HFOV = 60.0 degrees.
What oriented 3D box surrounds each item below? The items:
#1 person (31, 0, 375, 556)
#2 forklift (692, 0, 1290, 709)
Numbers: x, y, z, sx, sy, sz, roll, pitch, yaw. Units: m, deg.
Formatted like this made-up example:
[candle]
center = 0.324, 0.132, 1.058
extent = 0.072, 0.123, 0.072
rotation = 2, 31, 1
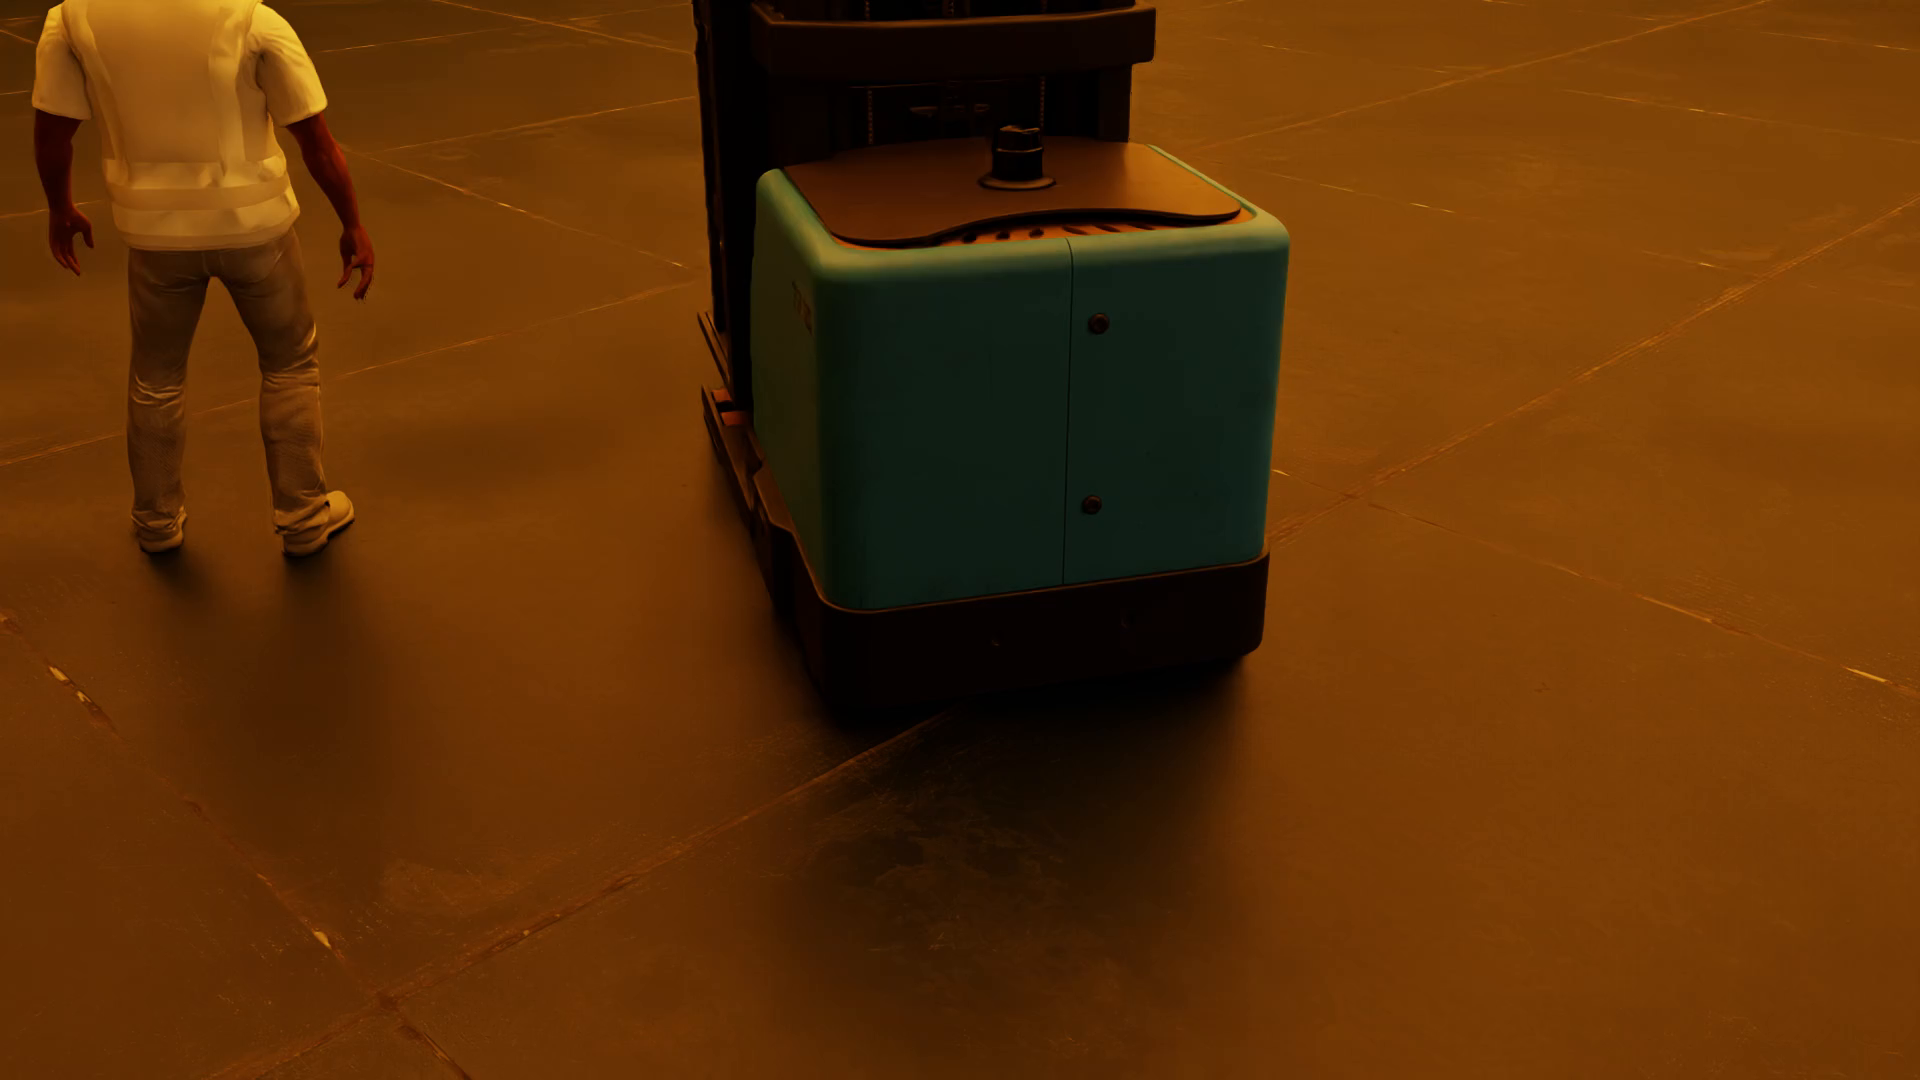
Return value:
[person]
center = -1.900, -0.806, 4.206
extent = 0.799, 1.745, 0.412
rotation = -4, 26, -8
[forklift]
center = -0.173, -1.575, 4.426
extent = 1.130, 2.935, 3.031
rotation = -7, 27, -14
